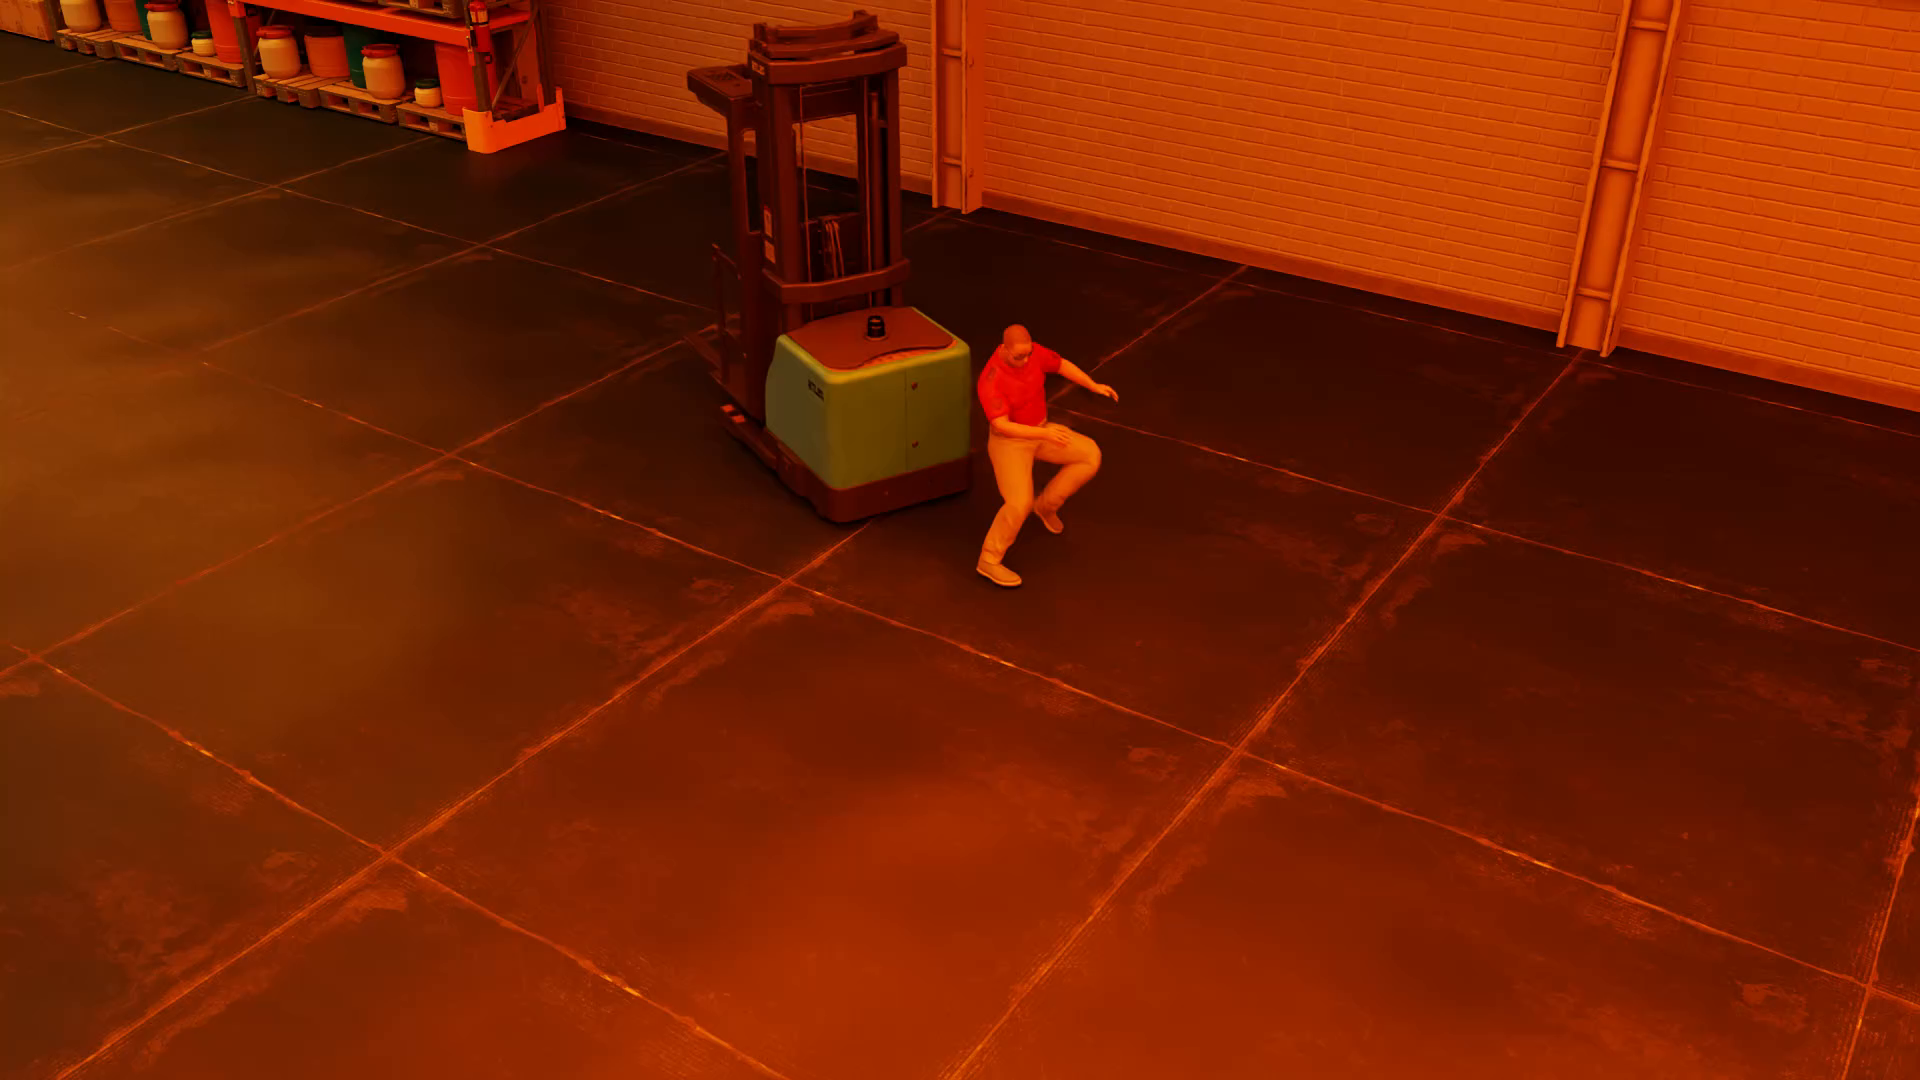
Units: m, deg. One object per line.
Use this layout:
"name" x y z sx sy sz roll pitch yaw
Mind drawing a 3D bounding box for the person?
"person" 0.488 -0.569 9.978 0.923 1.498 0.772 -26 39 -37

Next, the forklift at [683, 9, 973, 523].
"forklift" -1.087 -2.085 11.172 1.130 2.935 3.031 -16 34 -26
